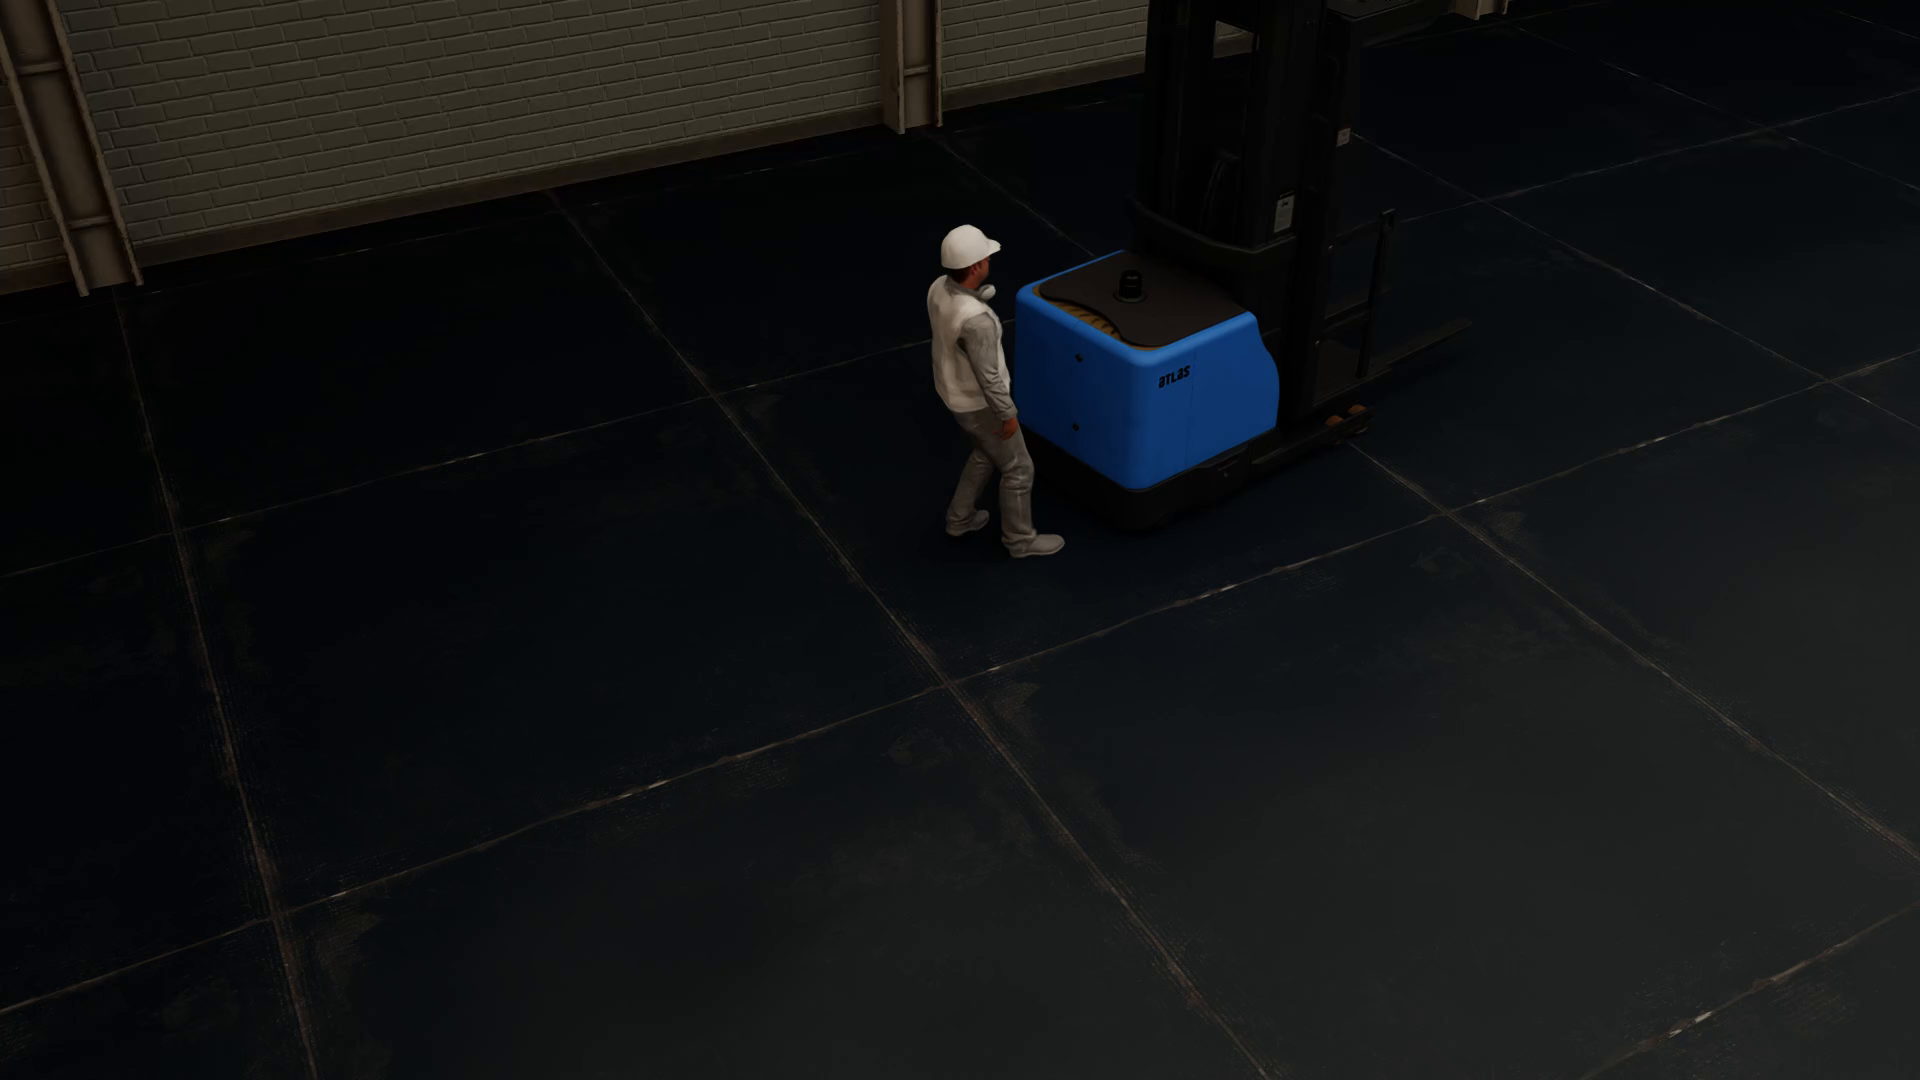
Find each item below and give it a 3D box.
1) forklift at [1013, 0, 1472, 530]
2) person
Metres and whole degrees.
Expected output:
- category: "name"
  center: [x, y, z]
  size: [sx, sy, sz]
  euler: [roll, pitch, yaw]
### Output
- category: "forklift"
  center: [1.740, -1.948, 8.879]
  size: [3.031, 2.935, 1.130]
  euler: [-25, 42, -31]
- category: "person"
  center: [0.172, -0.751, 8.237]
  size: [0.608, 1.752, 0.673]
  euler: [-11, 37, -15]
